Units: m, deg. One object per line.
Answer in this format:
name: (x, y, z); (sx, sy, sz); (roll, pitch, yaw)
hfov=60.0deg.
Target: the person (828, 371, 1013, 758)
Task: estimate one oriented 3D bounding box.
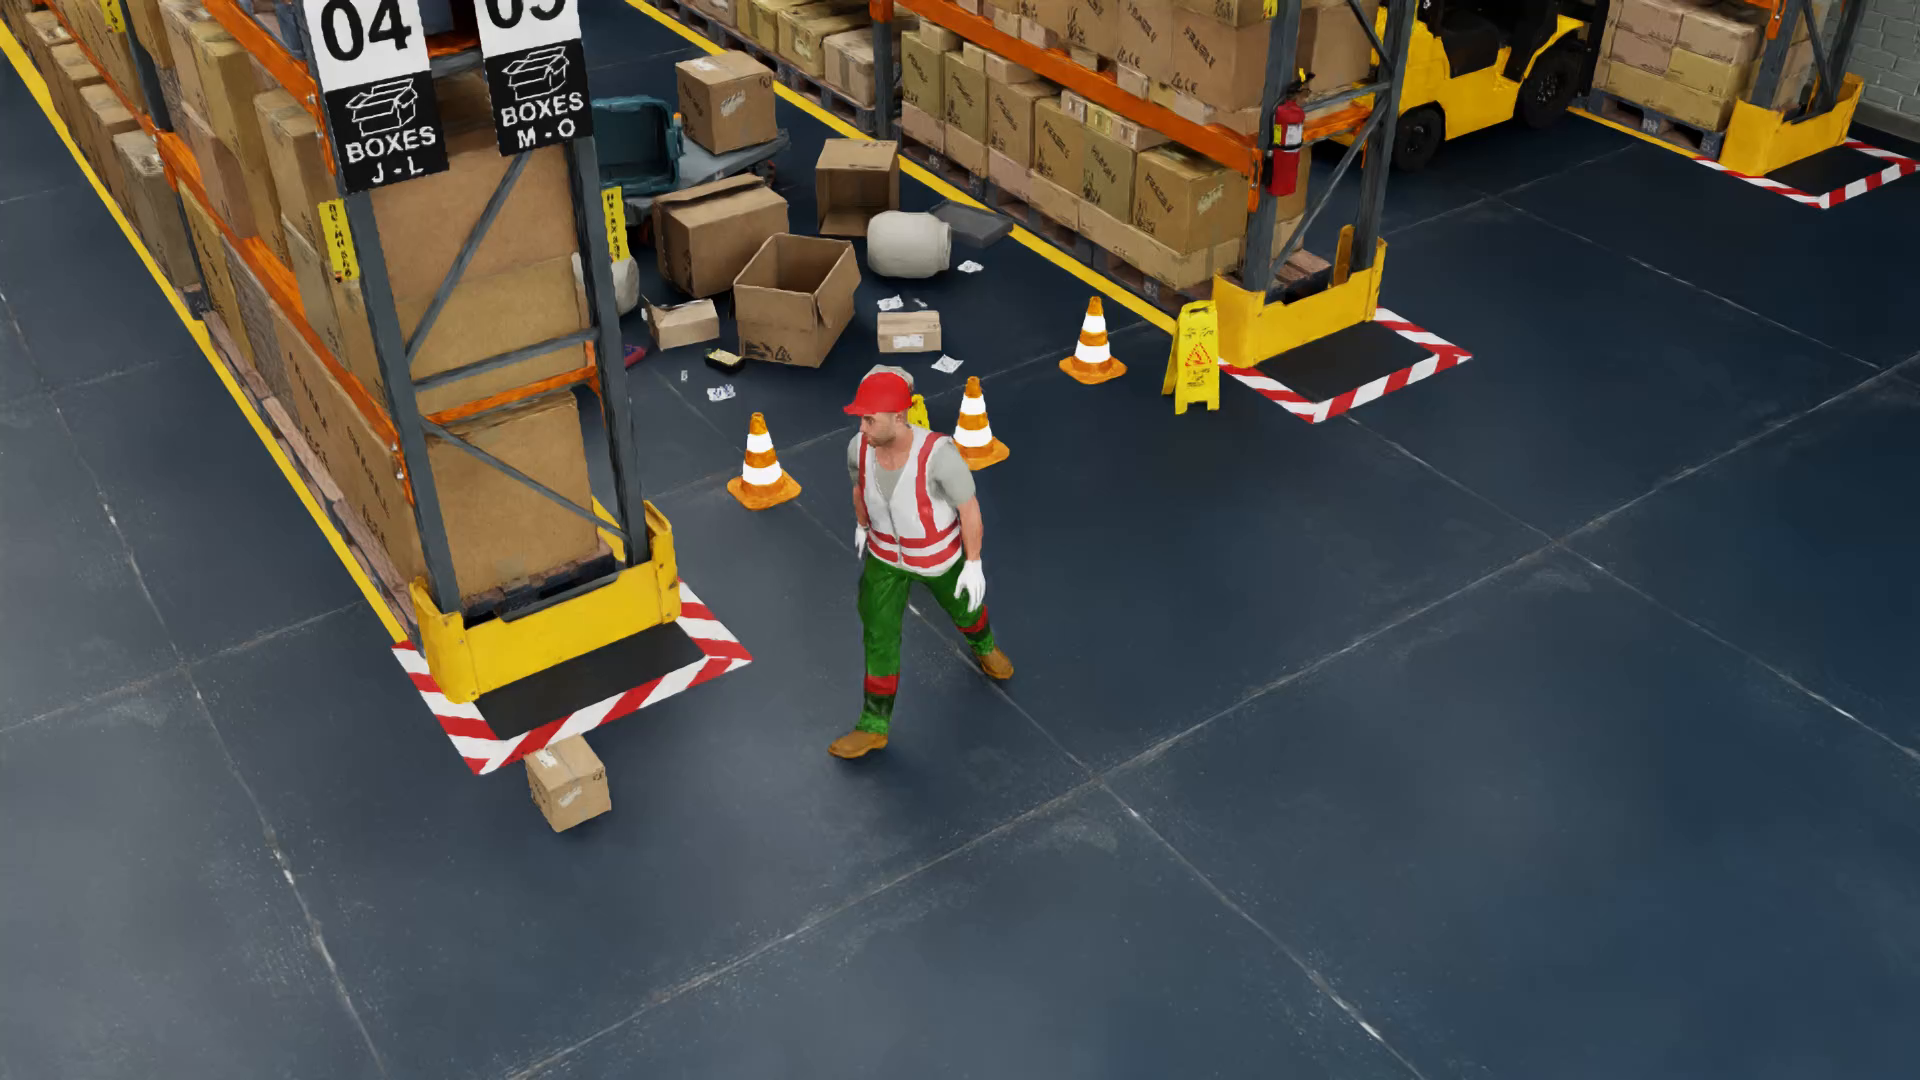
person: (-0.180, 0.061, 6.940); (0.680, 1.751, 0.965); (12, 38, 17)
